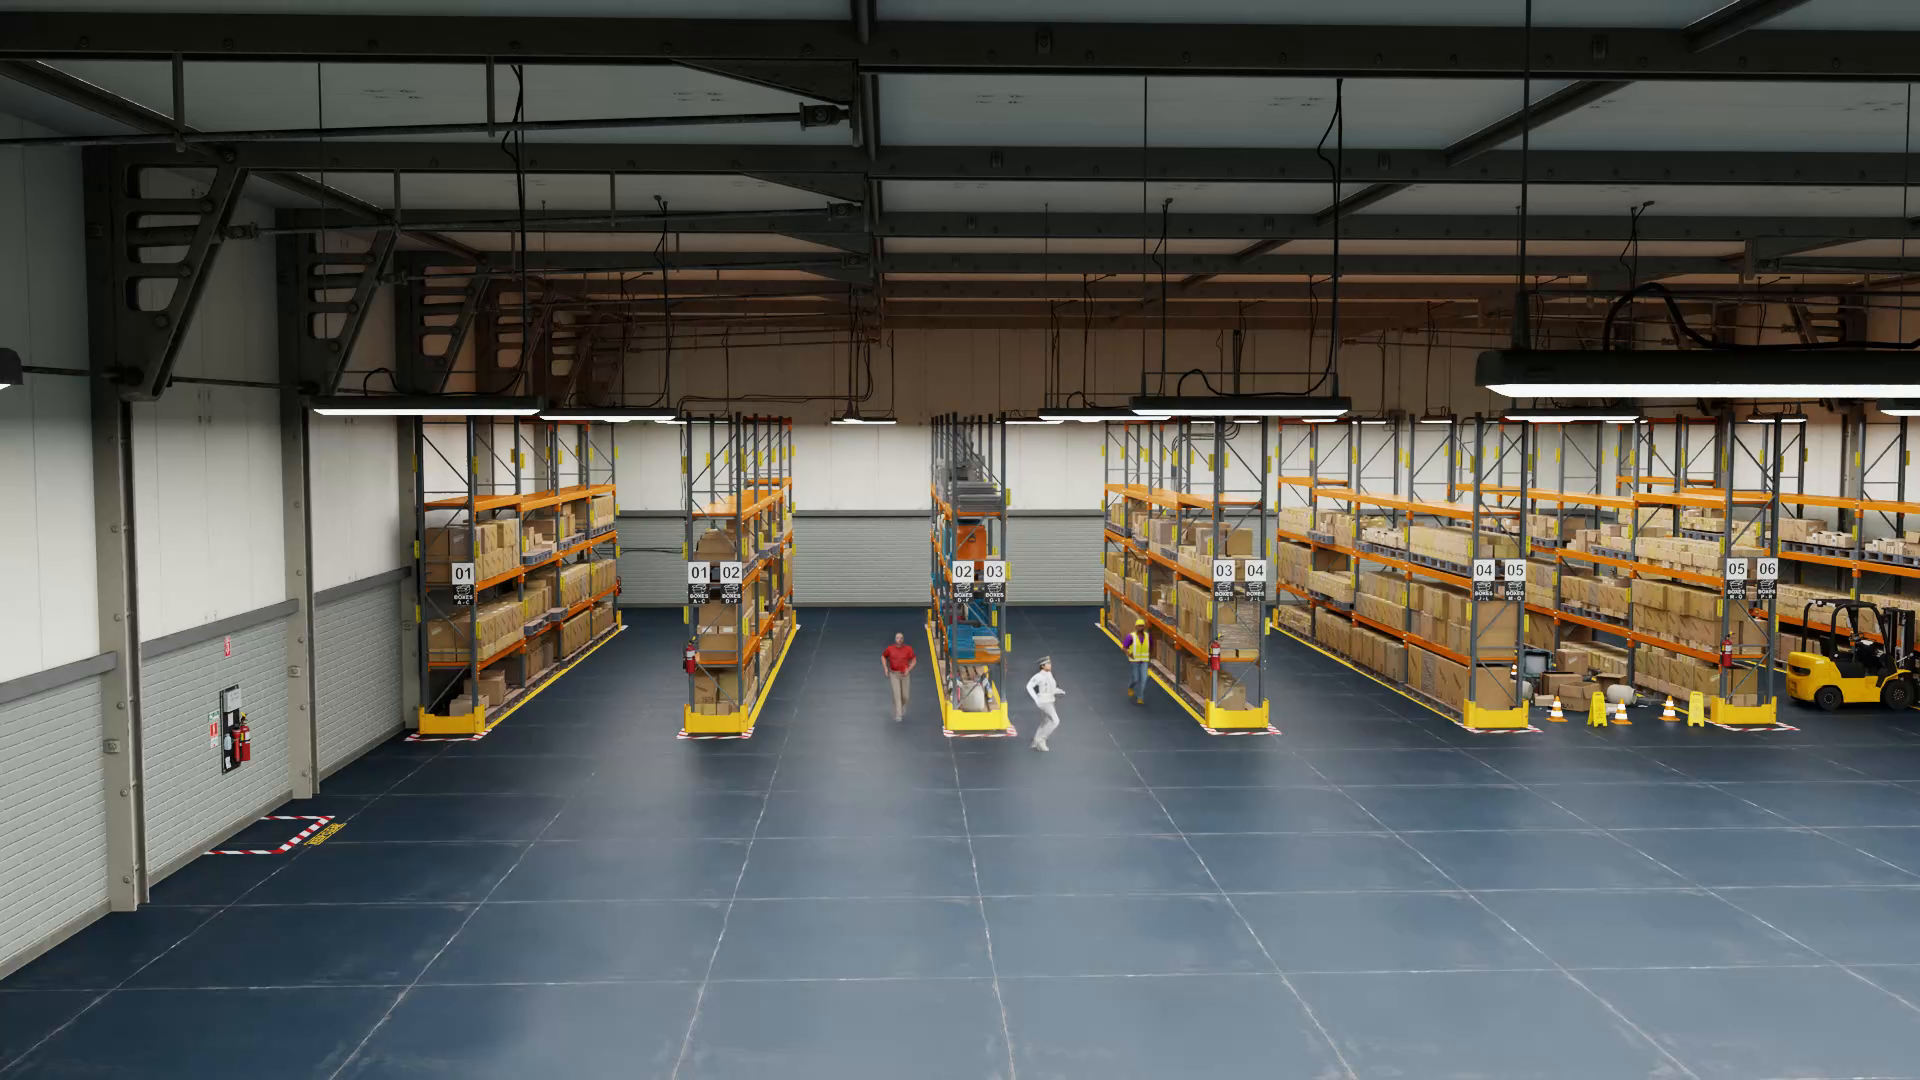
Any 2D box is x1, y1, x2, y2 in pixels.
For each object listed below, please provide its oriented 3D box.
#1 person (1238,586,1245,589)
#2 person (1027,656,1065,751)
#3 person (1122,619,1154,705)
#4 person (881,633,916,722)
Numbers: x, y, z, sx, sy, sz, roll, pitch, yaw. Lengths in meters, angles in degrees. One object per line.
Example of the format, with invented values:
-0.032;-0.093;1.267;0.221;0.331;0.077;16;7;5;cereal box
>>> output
7.936;1.622;47.984;0.665;1.762;0.720;3;5;40;person
1.539;2.880;29.317;0.653;1.677;0.594;2;4;26;person
3.706;2.506;34.446;0.697;1.743;0.768;-1;4;-12;person
-1.194;2.655;32.489;0.684;1.711;0.790;0;4;-5;person
